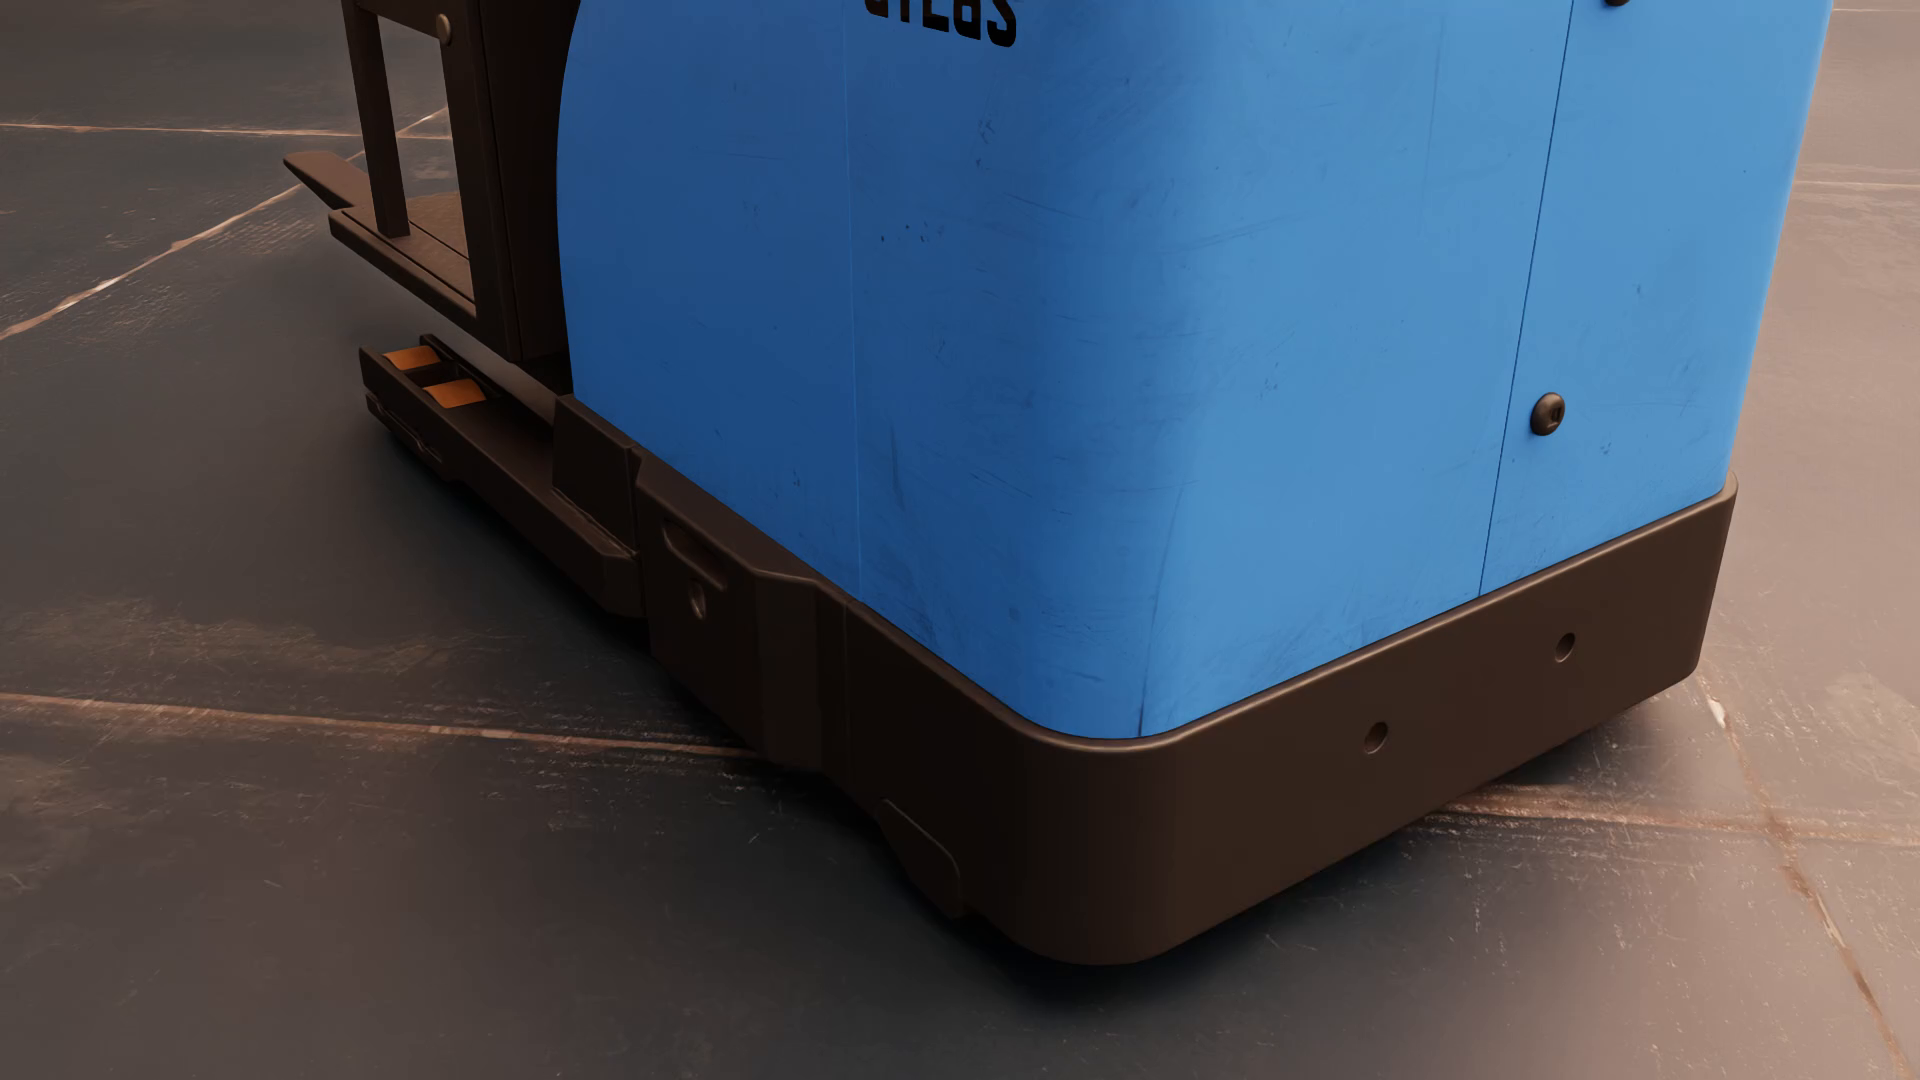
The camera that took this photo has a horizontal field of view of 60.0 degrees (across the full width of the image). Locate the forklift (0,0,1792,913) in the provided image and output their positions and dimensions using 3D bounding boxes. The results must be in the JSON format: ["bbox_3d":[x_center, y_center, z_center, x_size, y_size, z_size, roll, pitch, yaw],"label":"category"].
[{"bbox_3d":[-0.493,-1.457,2.136,3.031,2.935,1.130,18,32,32],"label":"forklift"}]
